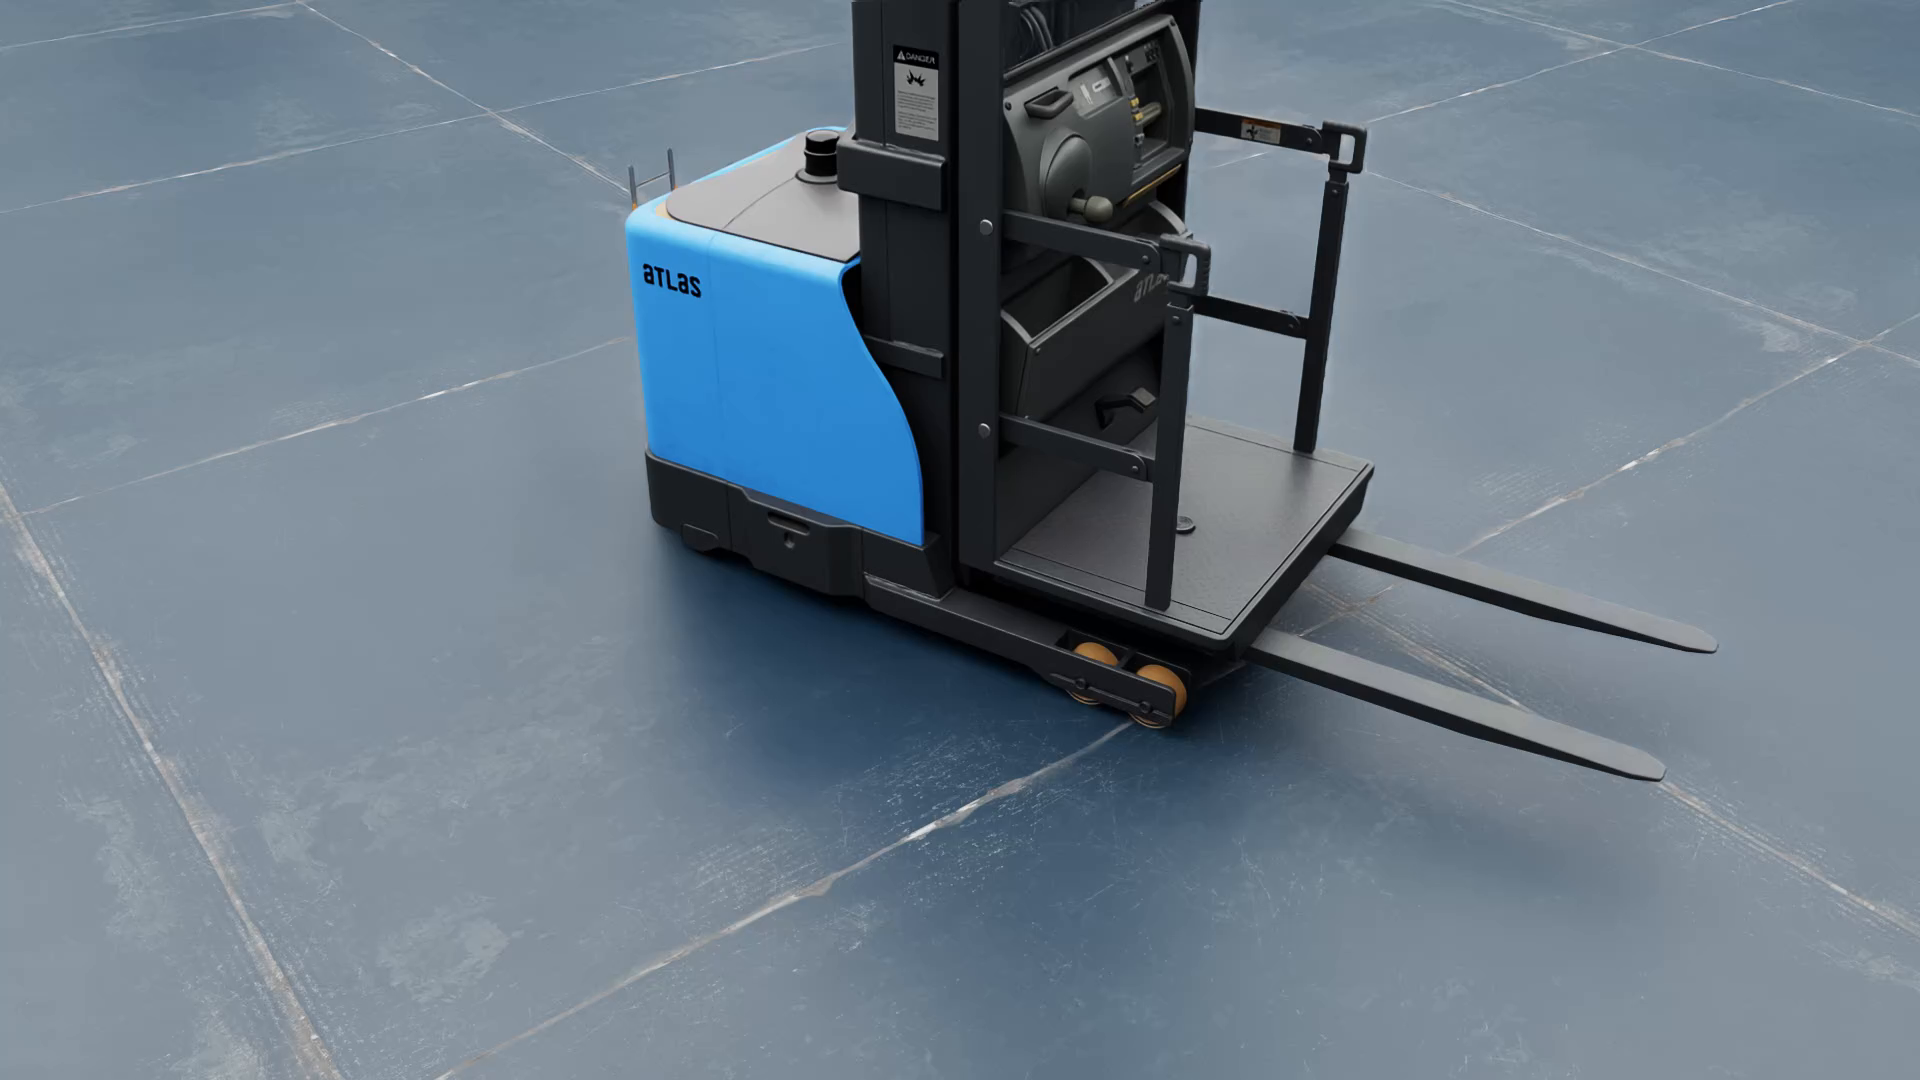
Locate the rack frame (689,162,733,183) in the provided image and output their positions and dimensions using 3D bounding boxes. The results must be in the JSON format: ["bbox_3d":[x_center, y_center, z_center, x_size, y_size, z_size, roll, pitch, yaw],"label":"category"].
[{"bbox_3d":[-0.758,-0.678,5.346,0.008,1.050,0.200,18,36,27],"label":"rack frame"}]

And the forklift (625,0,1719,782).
[{"bbox_3d":[0.548,-1.063,4.184,3.031,2.935,1.130,18,36,27],"label":"forklift"}]

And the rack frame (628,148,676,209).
[{"bbox_3d":[-0.964,-0.746,5.457,0.008,1.050,0.200,18,36,27],"label":"rack frame"}]

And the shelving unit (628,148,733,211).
[{"bbox_3d":[-0.861,-0.712,5.401,0.252,1.050,0.215,18,36,27],"label":"shelving unit"}]

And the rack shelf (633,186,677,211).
[{"bbox_3d":[-0.861,-0.944,5.257,0.240,0.259,0.215,18,36,27],"label":"rack shelf"}]
